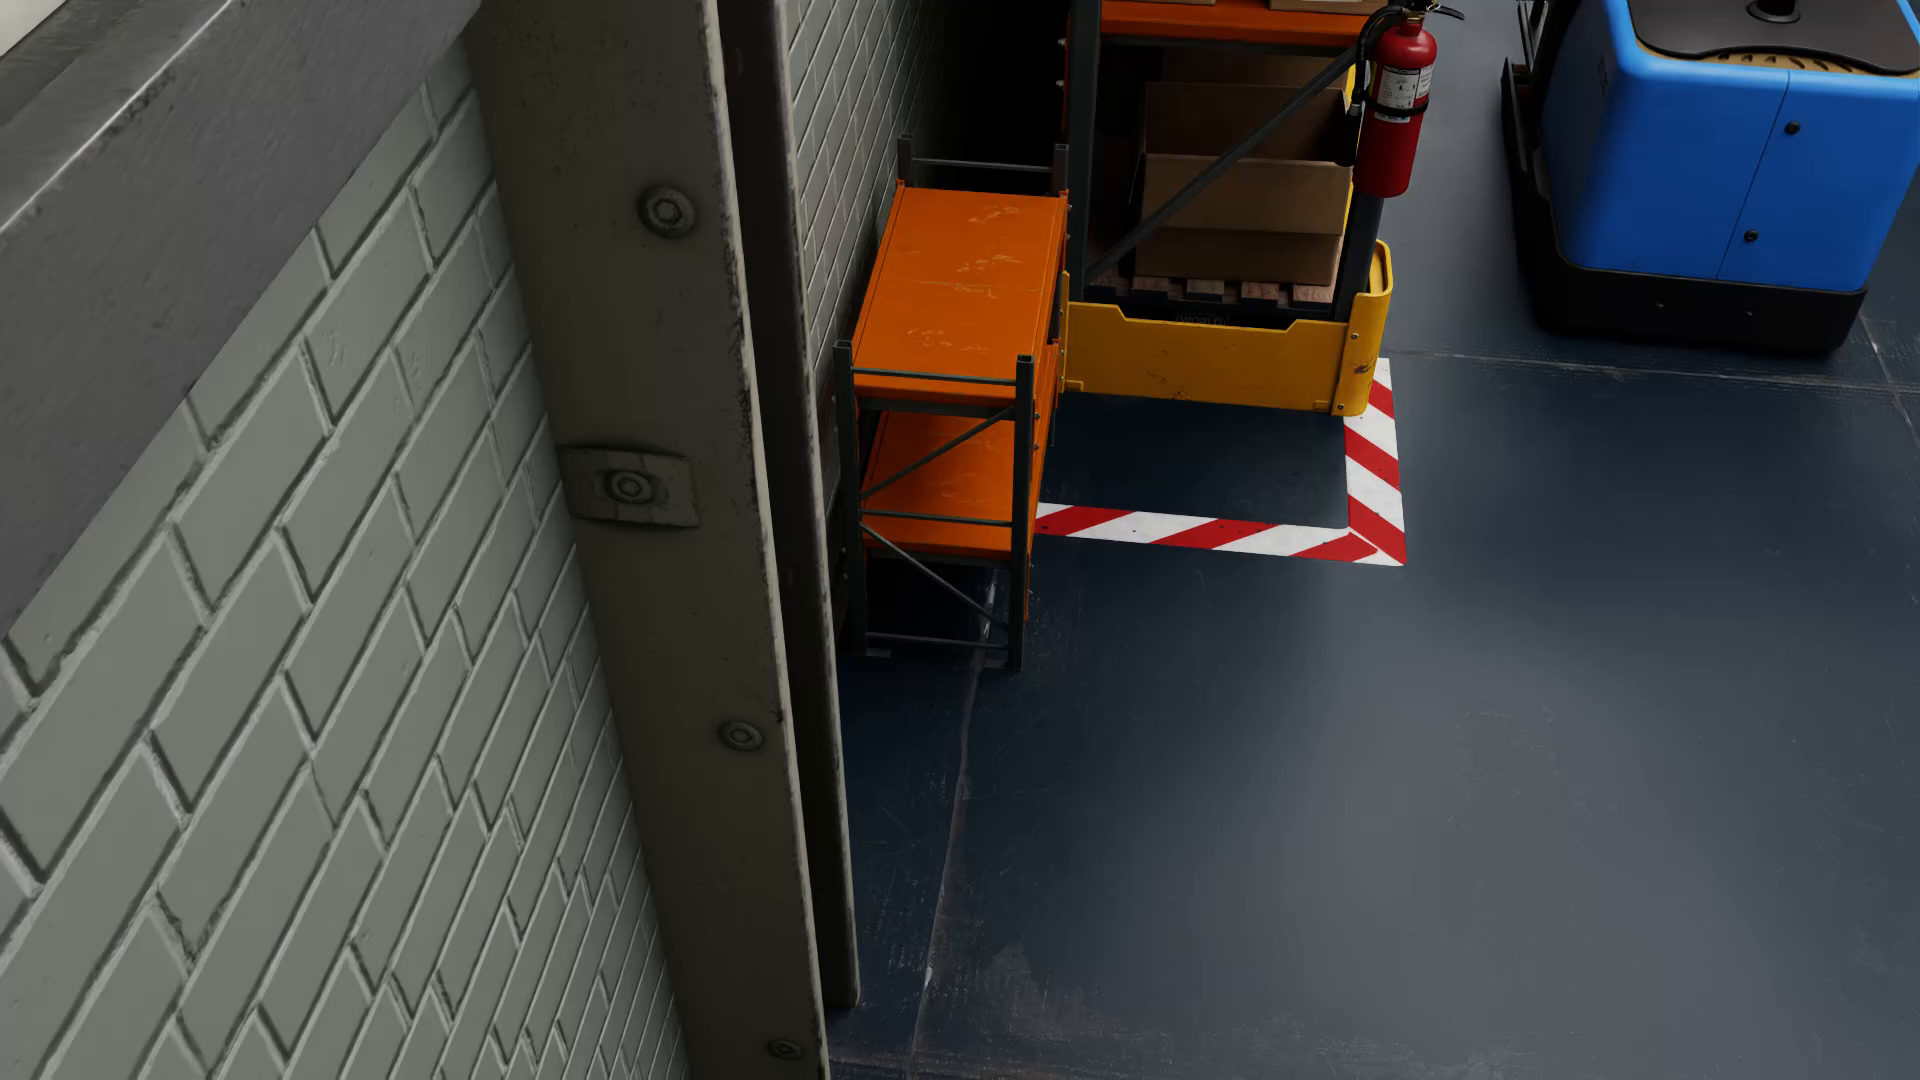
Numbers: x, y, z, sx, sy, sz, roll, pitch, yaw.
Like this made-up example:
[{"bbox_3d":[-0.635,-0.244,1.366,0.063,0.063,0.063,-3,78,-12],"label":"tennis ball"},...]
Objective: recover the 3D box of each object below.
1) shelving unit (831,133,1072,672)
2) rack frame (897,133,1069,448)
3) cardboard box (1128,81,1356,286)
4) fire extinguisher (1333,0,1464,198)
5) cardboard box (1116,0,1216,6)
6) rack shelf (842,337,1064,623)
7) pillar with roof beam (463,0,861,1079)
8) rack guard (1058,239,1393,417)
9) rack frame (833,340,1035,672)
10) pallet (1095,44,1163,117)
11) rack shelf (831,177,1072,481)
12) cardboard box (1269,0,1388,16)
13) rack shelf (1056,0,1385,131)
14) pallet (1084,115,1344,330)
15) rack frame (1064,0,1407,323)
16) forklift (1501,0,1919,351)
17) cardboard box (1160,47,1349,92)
[{"bbox_3d":[0.000,-0.404,4.859,0.538,1.125,1.048,5,44,5],"label":"shelving unit"},{"bbox_3d":[0.067,-0.751,5.225,0.500,1.125,0.032,5,44,5],"label":"rack frame"},{"bbox_3d":[1.002,-1.279,5.929,0.797,0.503,0.637,4,44,4],"label":"cardboard box"},{"bbox_3d":[1.266,-1.319,4.788,0.296,0.674,0.183,5,44,6],"label":"fire extinguisher"},{"bbox_3d":[0.605,-1.783,5.135,0.380,0.149,0.250,5,44,5],"label":"cardboard box"},{"bbox_3d":[0.001,-0.227,5.027,0.538,0.278,1.000,5,44,5],"label":"rack shelf"},{"bbox_3d":[3.845,-1.656,0.454,9.100,9.000,0.400,5,44,6],"label":"pillar with roof beam"},{"bbox_3d":[0.837,-0.768,5.698,1.175,0.500,0.348,5,44,6],"label":"rack guard"},{"bbox_3d":[-0.066,-0.058,4.493,0.500,1.125,0.032,5,44,5],"label":"rack frame"},{"bbox_3d":[1.106,-2.036,7.247,1.003,0.211,1.213,5,44,6],"label":"pallet"},{"bbox_3d":[0.000,-0.617,4.657,0.538,0.278,1.000,5,44,5],"label":"rack shelf"},{"bbox_3d":[1.143,-1.732,5.080,0.380,0.149,0.250,5,44,5],"label":"cardboard box"},{"bbox_3d":[1.092,-2.726,6.471,1.077,0.370,4.000,5,44,6],"label":"rack shelf"},{"bbox_3d":[0.942,-1.207,6.371,1.003,0.211,1.213,5,44,6],"label":"pallet"},{"bbox_3d":[0.827,-1.624,4.784,1.000,3.000,0.127,5,44,6],"label":"rack frame"},{"bbox_3d":[2.872,-2.754,6.027,1.130,2.935,3.031,7,44,7],"label":"forklift"},{"bbox_3d":[1.154,-1.856,6.542,0.700,0.500,0.500,7,44,7],"label":"cardboard box"}]
